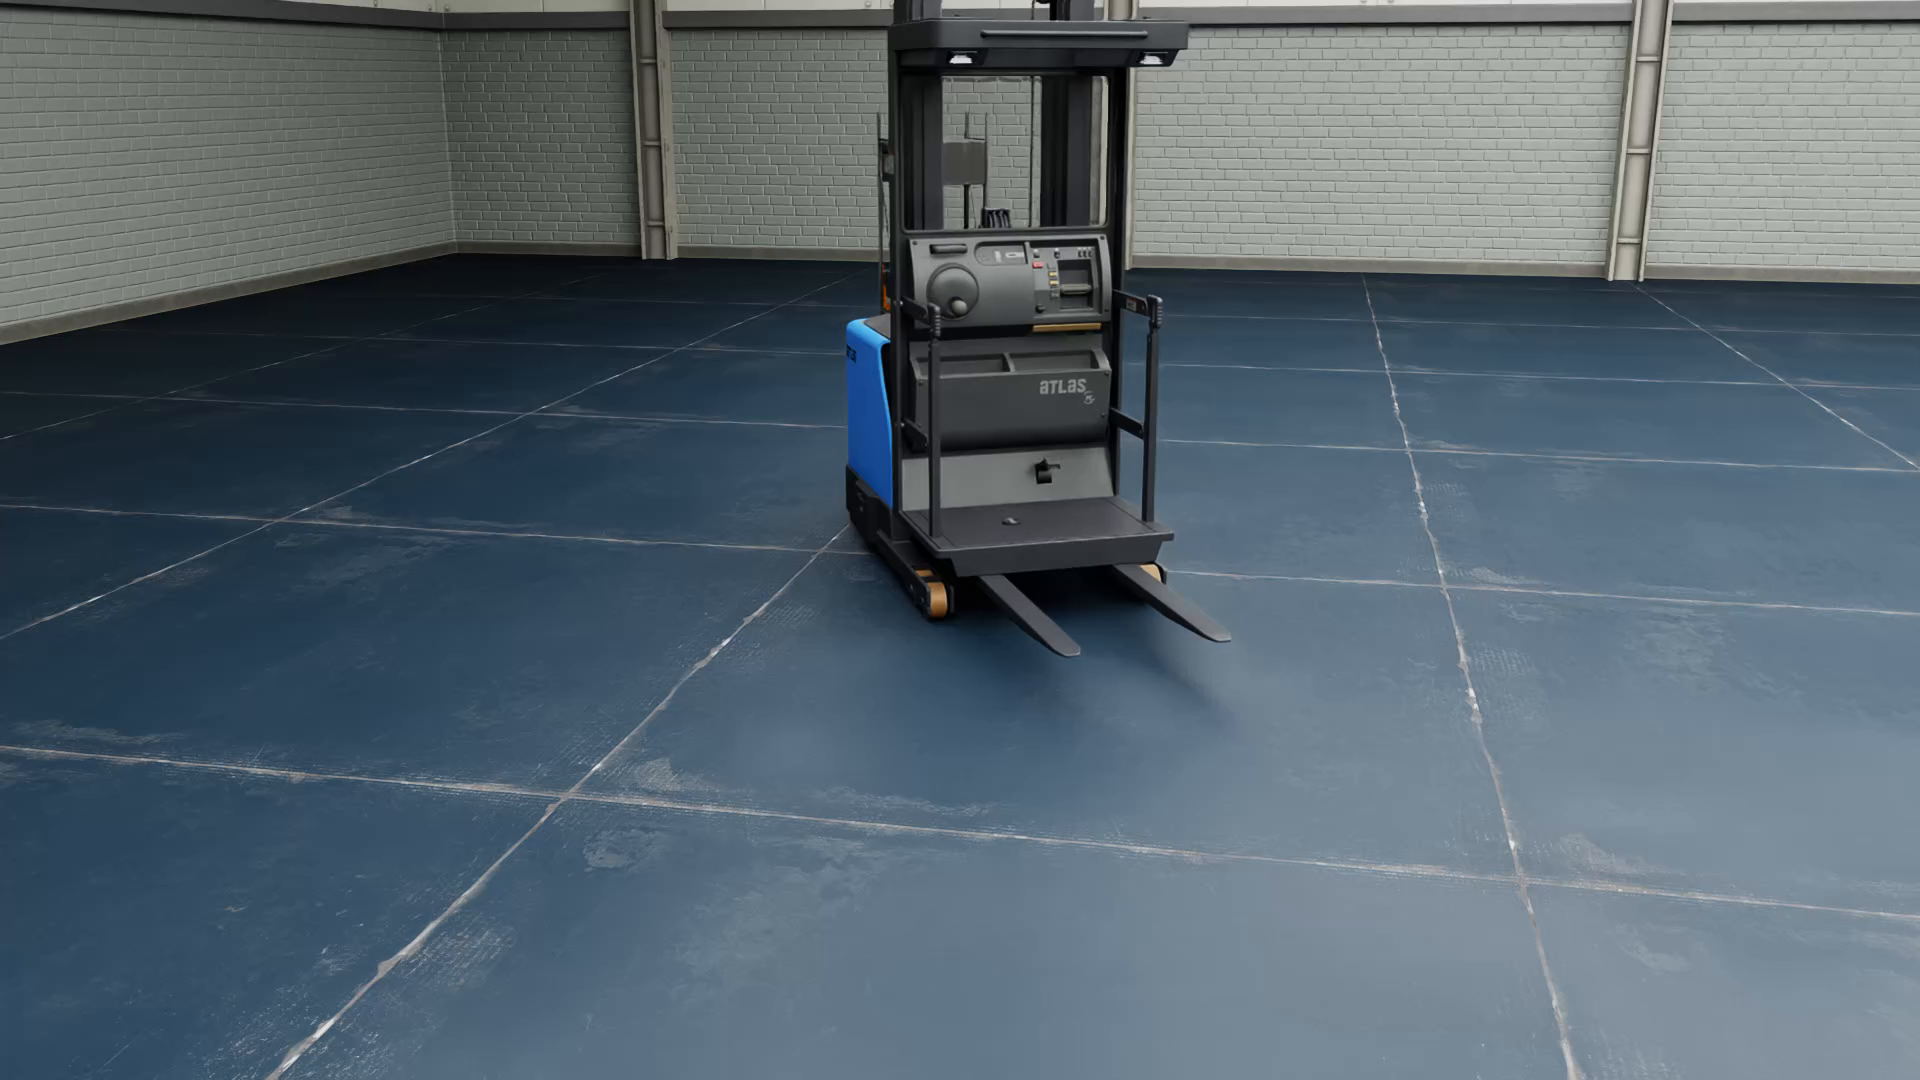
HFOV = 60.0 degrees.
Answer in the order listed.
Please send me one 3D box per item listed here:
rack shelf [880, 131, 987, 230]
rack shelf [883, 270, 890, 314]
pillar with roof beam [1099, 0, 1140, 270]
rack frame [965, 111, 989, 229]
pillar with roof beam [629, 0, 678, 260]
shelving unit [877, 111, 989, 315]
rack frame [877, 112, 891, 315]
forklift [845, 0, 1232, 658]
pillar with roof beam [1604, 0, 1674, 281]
[{"bbox_3d":[-0.147,-1.900,8.846,0.480,0.518,0.431,-4,16,-15],"label":"rack shelf"},{"bbox_3d":[-0.147,-1.225,9.033,0.480,0.518,0.431,-4,16,-15],"label":"rack shelf"},{"bbox_3d":[1.075,-6.602,15.469,0.400,9.000,9.100,3,16,11],"label":"pillar with roof beam"},{"bbox_3d":[0.088,-1.256,9.094,0.015,2.100,0.400,-4,16,-15],"label":"rack frame"},{"bbox_3d":[-4.804,-6.921,16.621,0.400,9.000,9.100,3,16,11],"label":"pillar with roof beam"},{"bbox_3d":[-0.147,-1.238,9.029,0.503,2.100,0.431,-4,16,-15],"label":"shelving unit"},{"bbox_3d":[-0.382,-1.220,8.964,0.015,2.100,0.400,-4,16,-15],"label":"rack frame"},{"bbox_3d":[0.292,-1.183,7.274,1.130,2.935,3.031,-4,16,-15],"label":"forklift"},{"bbox_3d":[6.955,-6.283,14.317,0.400,9.000,9.100,3,16,11],"label":"pillar with roof beam"}]
